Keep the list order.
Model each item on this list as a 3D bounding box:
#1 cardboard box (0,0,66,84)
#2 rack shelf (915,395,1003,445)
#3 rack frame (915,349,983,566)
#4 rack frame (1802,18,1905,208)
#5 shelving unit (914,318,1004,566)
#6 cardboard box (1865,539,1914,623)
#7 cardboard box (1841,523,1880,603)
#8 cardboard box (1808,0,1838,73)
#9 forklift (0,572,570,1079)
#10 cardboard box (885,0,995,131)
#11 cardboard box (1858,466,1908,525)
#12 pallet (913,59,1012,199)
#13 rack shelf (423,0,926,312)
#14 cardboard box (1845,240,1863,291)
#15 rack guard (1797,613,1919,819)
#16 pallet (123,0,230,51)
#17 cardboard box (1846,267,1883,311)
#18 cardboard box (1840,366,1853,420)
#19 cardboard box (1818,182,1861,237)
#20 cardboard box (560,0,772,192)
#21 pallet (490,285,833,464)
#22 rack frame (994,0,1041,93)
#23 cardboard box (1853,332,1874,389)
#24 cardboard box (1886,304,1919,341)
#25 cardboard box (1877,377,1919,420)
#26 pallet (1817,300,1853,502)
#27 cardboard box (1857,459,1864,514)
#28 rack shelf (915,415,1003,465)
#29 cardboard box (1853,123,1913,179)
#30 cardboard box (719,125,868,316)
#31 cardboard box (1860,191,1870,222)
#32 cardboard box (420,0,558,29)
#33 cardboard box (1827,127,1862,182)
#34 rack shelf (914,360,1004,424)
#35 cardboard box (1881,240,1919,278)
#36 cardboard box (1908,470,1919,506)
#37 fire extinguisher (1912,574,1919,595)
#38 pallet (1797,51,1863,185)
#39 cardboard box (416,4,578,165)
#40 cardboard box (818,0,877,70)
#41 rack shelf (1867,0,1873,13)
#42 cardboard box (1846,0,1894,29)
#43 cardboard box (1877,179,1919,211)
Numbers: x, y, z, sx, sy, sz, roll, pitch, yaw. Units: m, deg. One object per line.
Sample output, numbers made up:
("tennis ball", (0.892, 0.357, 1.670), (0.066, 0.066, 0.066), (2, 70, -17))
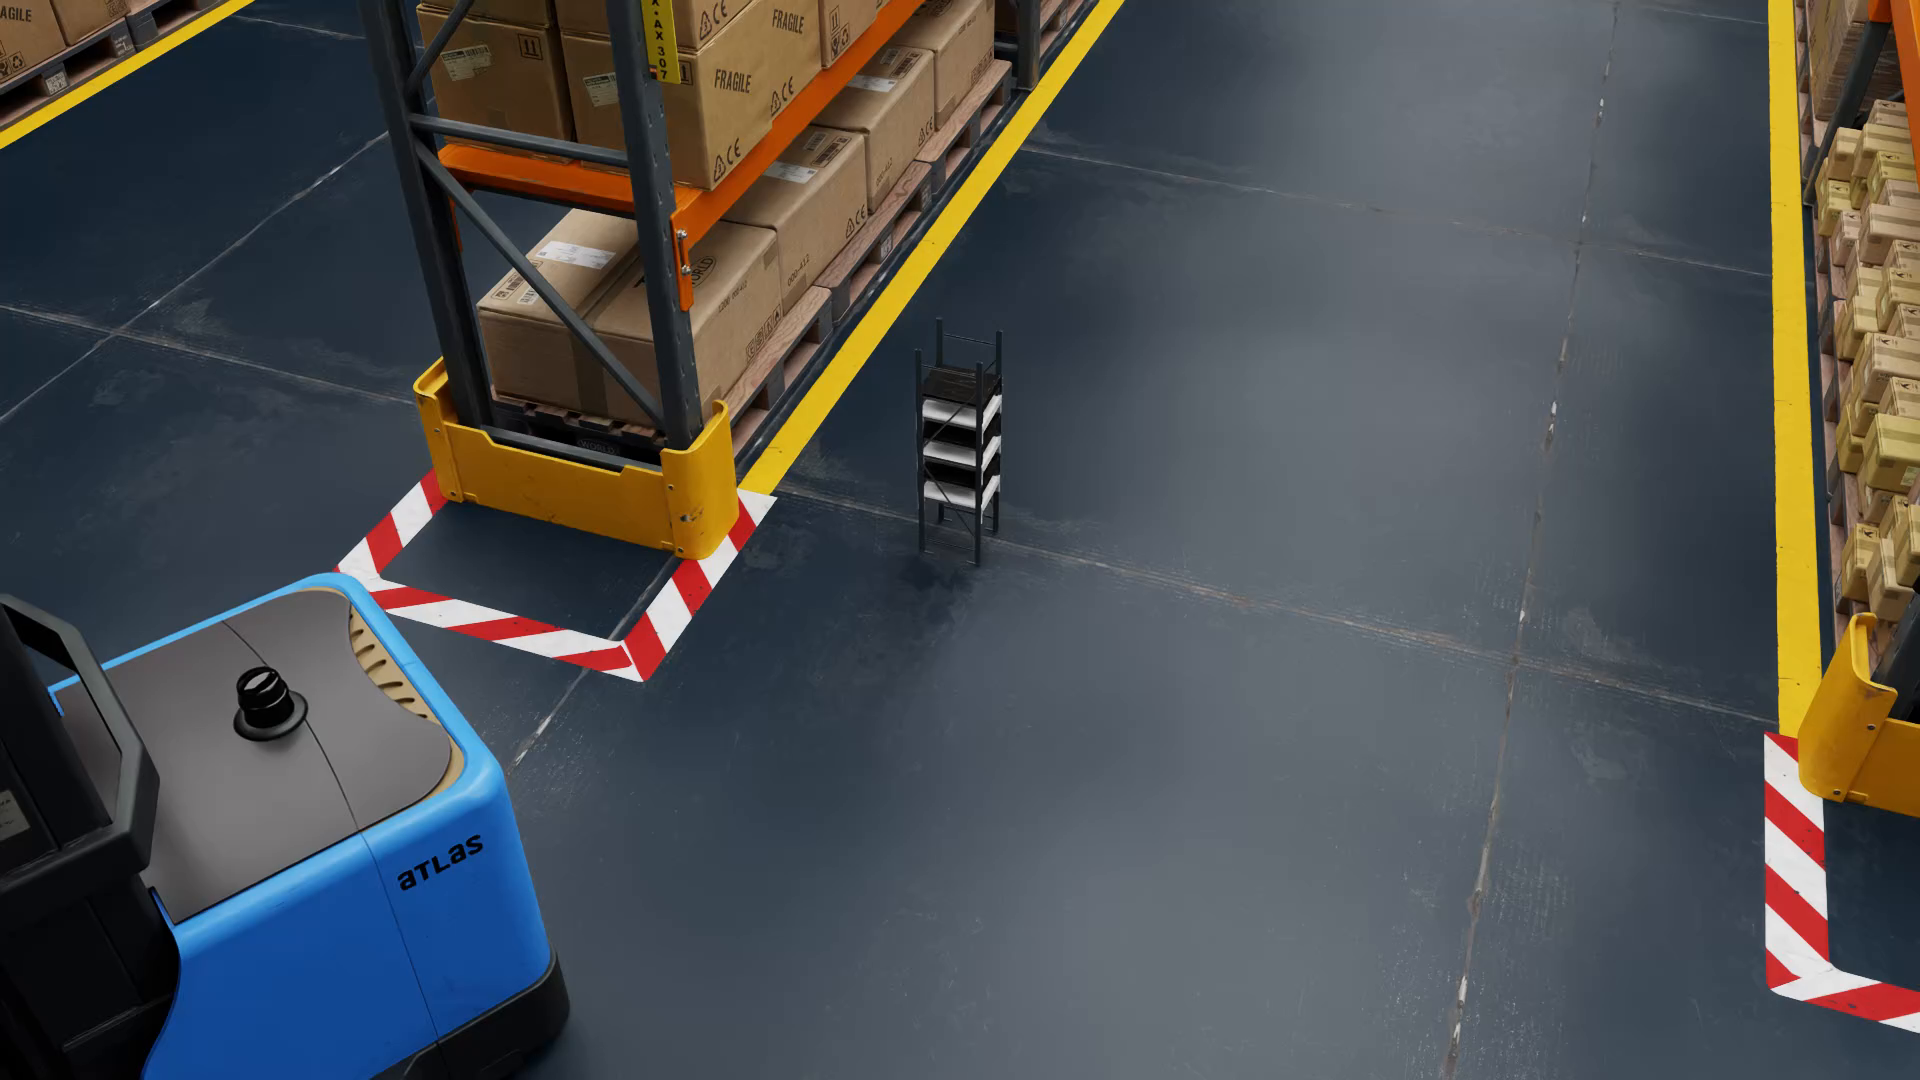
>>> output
("cardboard box", (-5.188, -2.775, 8.794), (0.500, 0.500, 0.500), (14, 42, 16))
("rack shelf", (-0.003, -0.449, 5.857), (0.258, 0.077, 0.200), (13, 42, 15))
("rack frame", (-0.038, -0.275, 5.879), (0.240, 0.900, 0.006), (13, 42, 15))
("rack frame", (4.630, -2.704, 7.109), (1.000, 3.000, 0.127), (13, 42, 15))
("shelving unit", (-0.003, -0.337, 5.952), (0.258, 0.900, 0.210), (13, 42, 15))
("cardboard box", (3.174, 0.162, 5.393), (0.380, 0.149, 0.250), (12, 42, 14))
("cardboard box", (3.239, 0.114, 5.679), (0.380, 0.149, 0.250), (15, 43, 16))
("cardboard box", (4.822, -2.733, 8.745), (0.500, 0.500, 0.500), (12, 42, 14))
("forklift", (-2.554, 0.600, 3.288), (3.031, 2.935, 1.130), (-27, 47, -28))
("cardboard box", (-0.372, -2.567, 8.598), (0.875, 0.438, 0.875), (13, 42, 14))
("cardboard box", (3.350, -0.156, 5.765), (0.380, 0.149, 0.250), (12, 42, 13))
("pallet", (-0.390, -2.234, 8.706), (1.003, 0.211, 1.213), (13, 42, 15))
("rack shelf", (-0.740, -2.248, 7.128), (1.077, 0.370, 4.000), (13, 42, 15))
("cardboard box", (4.037, -1.137, 7.145), (0.380, 0.149, 0.250), (12, 42, 14))
("rack guard", (3.288, 0.640, 5.115), (1.175, 0.500, 0.348), (13, 42, 15))
("pallet", (-4.958, -3.361, 10.027), (1.003, 0.211, 1.213), (13, 42, 15))
("cardboard box", (3.797, -0.945, 6.691), (0.380, 0.149, 0.250), (13, 42, 15))
("cardboard box", (3.623, -0.514, 6.414), (0.380, 0.149, 0.250), (14, 42, 16))
("cardboard box", (4.113, -1.466, 7.531), (0.380, 0.149, 0.250), (14, 43, 16))
("cardboard box", (-0.990, -1.569, 5.700), (0.500, 0.500, 0.500), (13, 42, 15))
("pallet", (-1.224, -0.746, 6.962), (1.003, 0.211, 1.213), (13, 42, 15))
("rack frame", (-0.056, -3.741, 8.324), (1.000, 3.000, 0.127), (13, 42, 15))
("cardboard box", (3.621, -0.626, 6.317), (0.380, 0.149, 0.250), (15, 43, 17))
("cardboard box", (3.696, -0.728, 6.207), (0.380, 0.149, 0.250), (12, 42, 14))
("cardboard box", (3.462, -0.416, 5.841), (0.380, 0.149, 0.250), (12, 42, 13))
("pallet", (4.018, -0.479, 6.649), (1.003, 0.211, 1.213), (13, 42, 15))
("cardboard box", (3.482, -0.182, 6.025), (0.380, 0.149, 0.250), (14, 42, 16))
("rack shelf", (-0.003, -0.381, 5.915), (0.258, 0.077, 0.200), (13, 42, 15))
("cardboard box", (4.168, -1.687, 7.331), (0.380, 0.149, 0.250), (15, 43, 17))
("cardboard box", (-0.987, -1.471, 7.314), (0.875, 0.438, 0.875), (14, 43, 16))
("cardboard box", (4.154, -1.412, 7.237), (0.380, 0.149, 0.250), (13, 42, 15))
("cardboard box", (-1.483, -2.067, 5.514), (0.500, 0.500, 0.500), (15, 43, 16))
("cardboard box", (4.205, -1.743, 7.625), (0.380, 0.149, 0.250), (15, 43, 17))
("rack shelf", (-0.003, -0.517, 5.799), (0.258, 0.077, 0.200), (13, 42, 15))
("cardboard box", (3.880, -1.036, 6.568), (0.380, 0.149, 0.250), (12, 42, 13))
("cardboard box", (3.345, -0.086, 5.454), (0.380, 0.149, 0.250), (14, 42, 16))
("fire extinguisher", (2.742, -0.042, 4.335), (0.296, 0.674, 0.183), (13, 42, 15))
("pallet", (4.895, -2.119, 8.571), (1.003, 0.211, 1.213), (13, 42, 15))
("cardboard box", (-1.508, -1.693, 5.846), (0.500, 0.500, 0.500), (14, 42, 15))
("cardboard box", (-0.652, -2.190, 6.428), (0.500, 0.500, 0.500), (13, 42, 15))
("rack shelf", (5.314, -3.650, 8.772), (1.077, 0.370, 4.000), (13, 42, 15))
("cardboard box", (4.647, -2.709, 8.138), (0.500, 0.250, 0.500), (12, 42, 14))
("cardboard box", (4.060, -1.358, 6.945), (0.380, 0.149, 0.250), (12, 42, 14))
